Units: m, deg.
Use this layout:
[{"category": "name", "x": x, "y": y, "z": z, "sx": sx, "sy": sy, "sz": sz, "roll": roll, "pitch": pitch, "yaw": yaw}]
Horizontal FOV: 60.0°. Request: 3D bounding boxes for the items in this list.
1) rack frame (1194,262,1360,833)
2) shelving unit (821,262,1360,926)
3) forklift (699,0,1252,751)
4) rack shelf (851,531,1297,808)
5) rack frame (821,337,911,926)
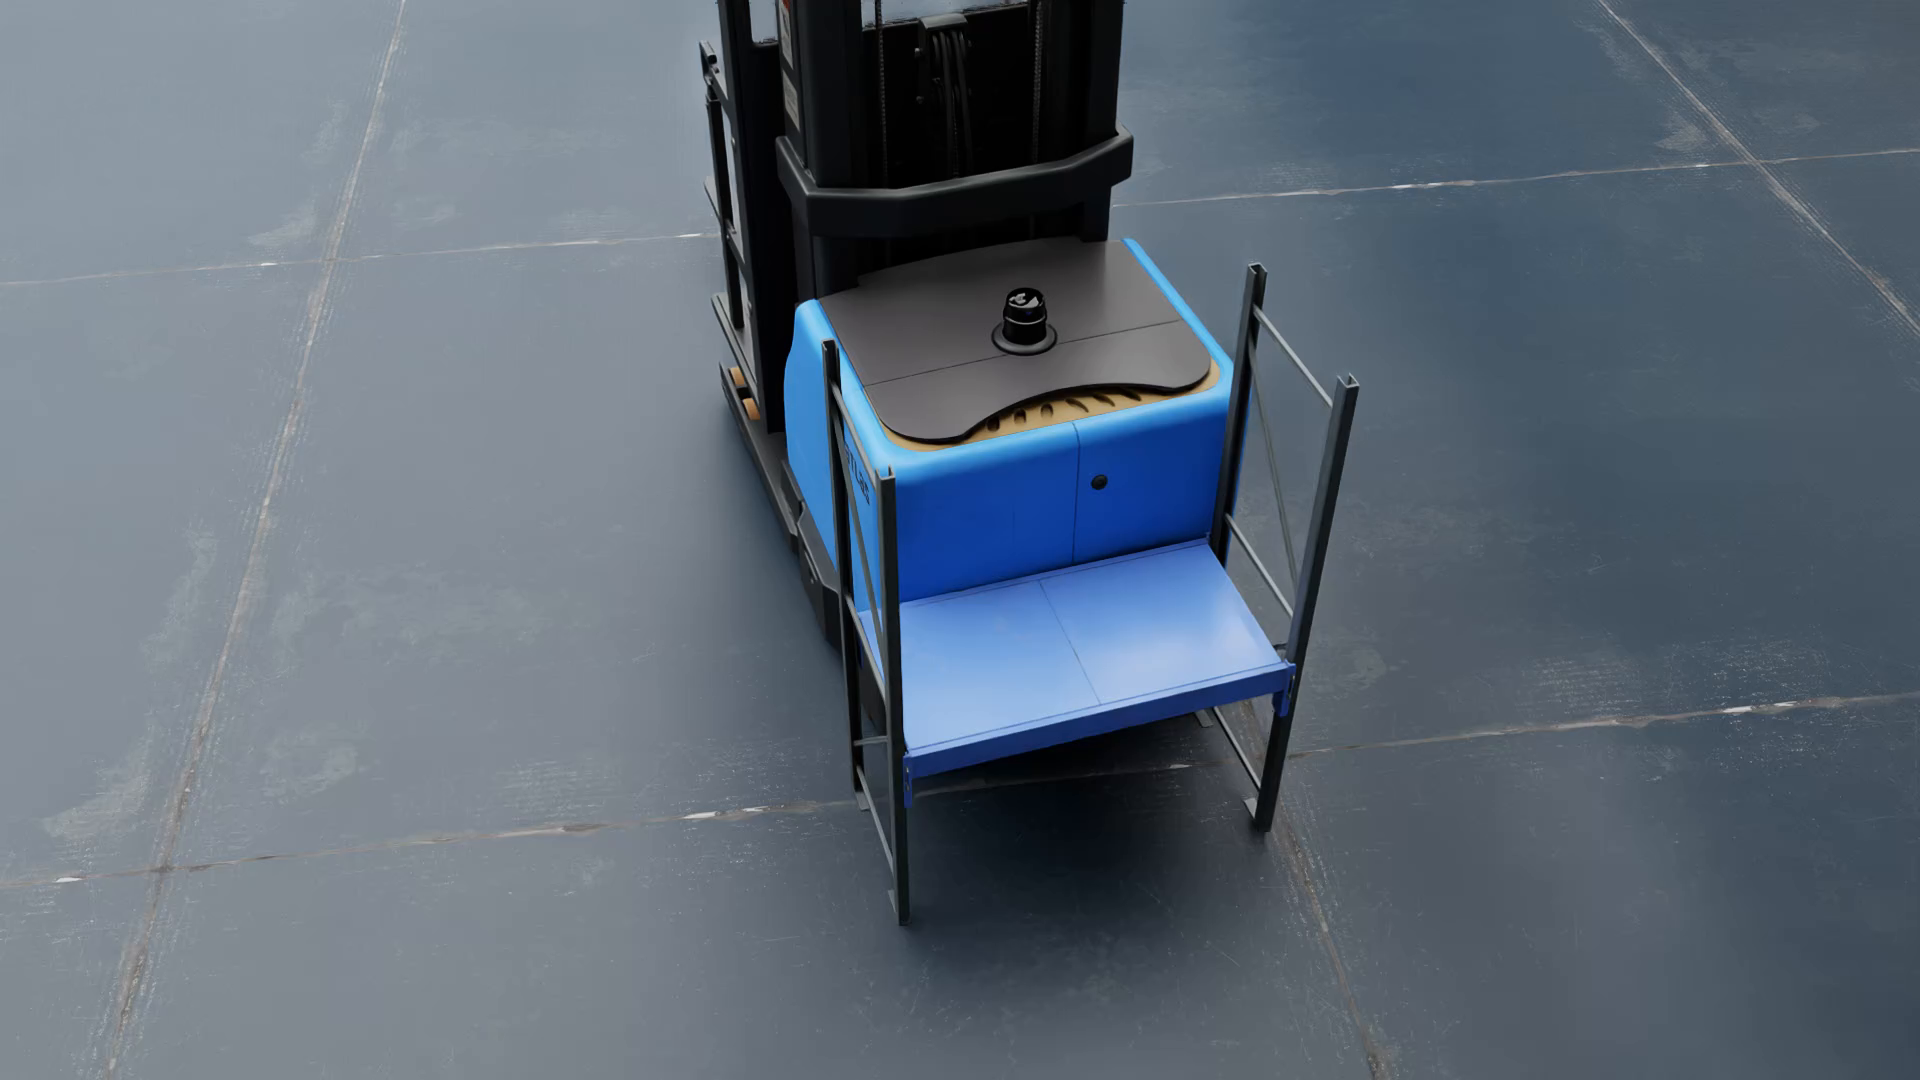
[{"category": "rack frame", "x": 0.755, "y": 0.074, "z": 4.186, "sx": 0.032, "sy": 1.500, "sz": 0.500, "roll": -12, "pitch": 43, "yaw": -13}, {"category": "shelving unit", "x": 0.270, "y": 0.175, "z": 4.073, "sx": 1.048, "sy": 1.500, "sz": 0.538, "roll": -12, "pitch": 43, "yaw": -13}, {"category": "forklift", "x": -0.203, "y": -1.500, "z": 4.862, "sx": 1.130, "sy": 2.935, "sz": 3.031, "roll": -13, "pitch": 44, "yaw": -14}, {"category": "rack shelf", "x": 0.270, "y": 0.308, "z": 4.194, "sx": 1.000, "sy": 0.185, "sz": 0.538, "roll": -12, "pitch": 43, "yaw": -13}, {"category": "rack frame", "x": -0.216, "y": 0.276, "z": 3.961, "sx": 0.032, "sy": 1.500, "sz": 0.500, "roll": -12, "pitch": 43, "yaw": -13}]
